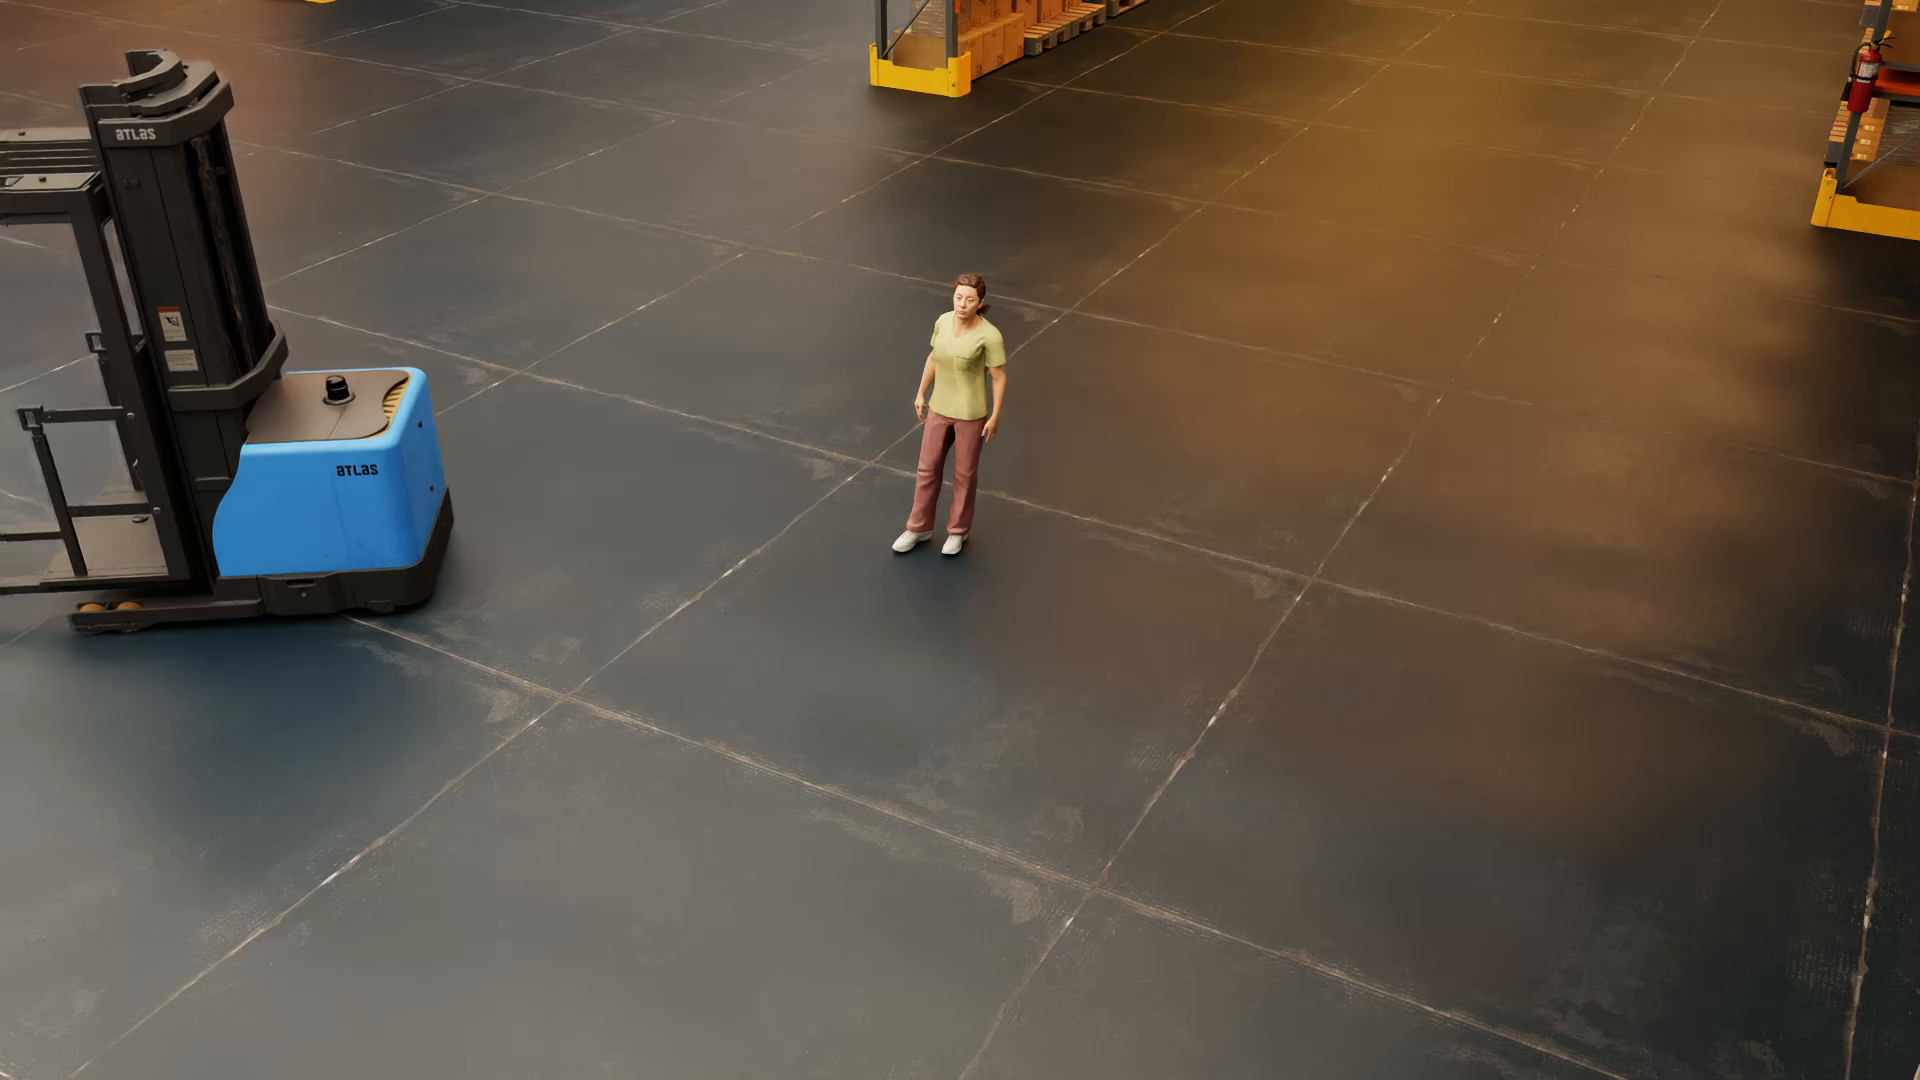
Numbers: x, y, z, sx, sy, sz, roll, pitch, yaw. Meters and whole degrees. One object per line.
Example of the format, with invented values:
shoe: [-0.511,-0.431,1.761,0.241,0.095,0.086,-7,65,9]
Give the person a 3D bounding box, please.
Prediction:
person: [-0.046,-0.703,9.529,0.553,1.675,0.549,15,33,25]

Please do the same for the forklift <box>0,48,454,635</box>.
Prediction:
forklift: [-4.521,-1.030,8.855,3.031,2.935,1.130,-3,30,-5]
